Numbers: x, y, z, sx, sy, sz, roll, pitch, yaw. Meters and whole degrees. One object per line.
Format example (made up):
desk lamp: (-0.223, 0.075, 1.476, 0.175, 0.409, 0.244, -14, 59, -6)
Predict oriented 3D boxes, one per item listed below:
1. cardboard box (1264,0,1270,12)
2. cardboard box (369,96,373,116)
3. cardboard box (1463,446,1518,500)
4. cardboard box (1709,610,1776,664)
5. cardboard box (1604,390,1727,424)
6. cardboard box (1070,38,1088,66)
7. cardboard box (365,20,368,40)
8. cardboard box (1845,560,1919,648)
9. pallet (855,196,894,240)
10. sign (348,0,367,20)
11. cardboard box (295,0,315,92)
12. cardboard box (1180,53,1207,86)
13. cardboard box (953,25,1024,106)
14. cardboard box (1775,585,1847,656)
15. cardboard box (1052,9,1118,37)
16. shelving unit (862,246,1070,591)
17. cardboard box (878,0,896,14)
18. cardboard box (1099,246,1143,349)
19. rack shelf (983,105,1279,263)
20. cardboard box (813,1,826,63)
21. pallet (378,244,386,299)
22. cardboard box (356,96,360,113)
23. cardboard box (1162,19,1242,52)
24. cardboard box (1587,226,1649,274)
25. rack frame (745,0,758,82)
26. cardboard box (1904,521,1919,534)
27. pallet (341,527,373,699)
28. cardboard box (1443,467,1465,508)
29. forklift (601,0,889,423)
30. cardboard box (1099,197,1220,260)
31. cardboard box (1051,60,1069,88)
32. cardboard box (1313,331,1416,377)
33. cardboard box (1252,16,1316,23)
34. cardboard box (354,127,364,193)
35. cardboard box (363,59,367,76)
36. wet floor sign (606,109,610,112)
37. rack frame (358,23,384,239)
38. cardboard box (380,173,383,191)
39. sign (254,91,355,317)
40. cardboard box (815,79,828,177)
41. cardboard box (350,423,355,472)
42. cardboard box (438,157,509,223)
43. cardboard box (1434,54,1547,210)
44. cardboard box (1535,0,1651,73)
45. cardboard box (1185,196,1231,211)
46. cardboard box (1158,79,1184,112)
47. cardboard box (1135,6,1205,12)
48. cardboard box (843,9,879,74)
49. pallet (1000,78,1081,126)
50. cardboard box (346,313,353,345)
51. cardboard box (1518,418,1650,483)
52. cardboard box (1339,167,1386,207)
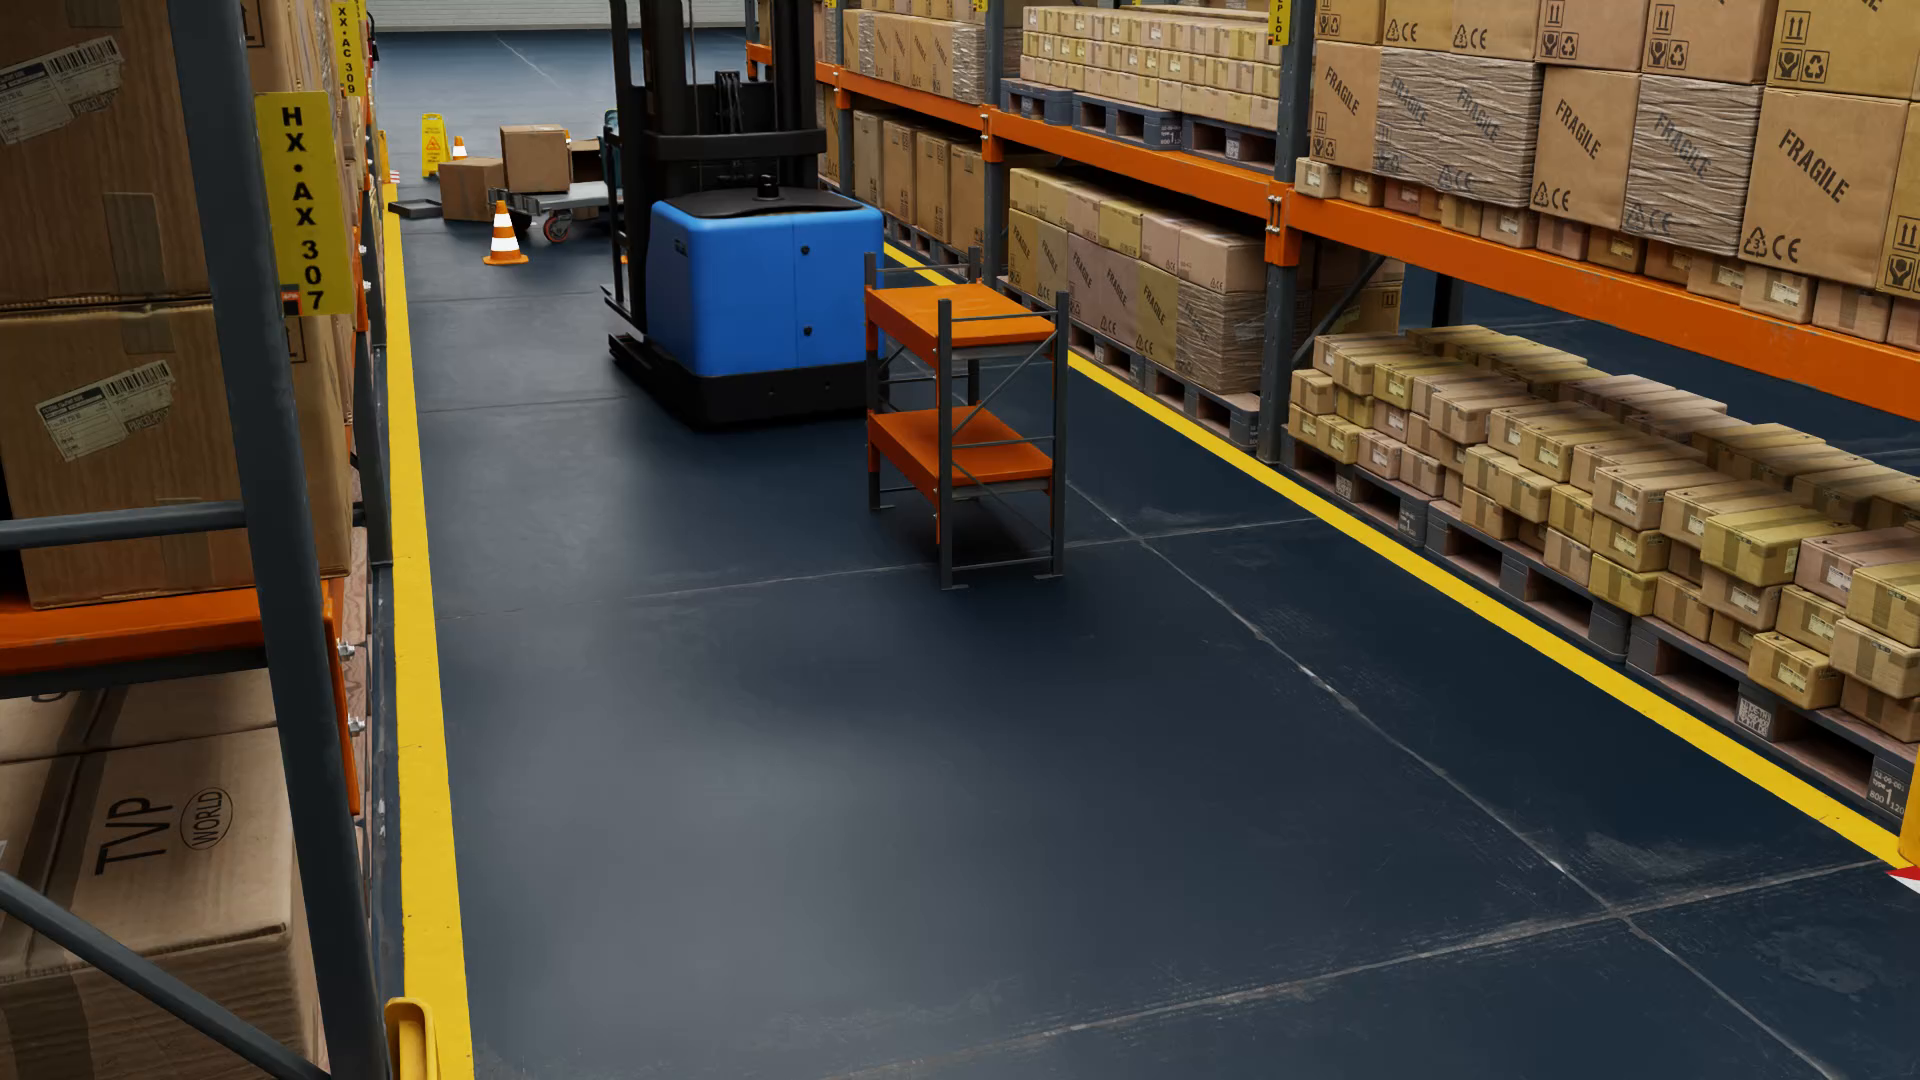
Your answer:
cardboard box: (3.683, -5.547, 17.334, 0.875, 0.500, 0.500, -6, 21, -17)
cardboard box: (-5.177, -3.668, 14.069, 0.380, 0.149, 0.250, -6, 21, -16)
cardboard box: (2.167, -0.267, 6.379, 0.380, 0.149, 0.250, -7, 21, -18)
cardboard box: (2.631, 0.282, 5.289, 0.380, 0.149, 0.250, -6, 21, -17)
cardboard box: (2.755, -0.472, 6.508, 0.380, 0.149, 0.250, -7, 21, -19)
cardboard box: (0.874, -2.907, 9.882, 0.380, 0.149, 0.250, -6, 21, -17)
cardboard box: (-6.091, -5.168, 16.279, 0.500, 0.500, 0.500, -7, 21, -18)
cardboard box: (2.766, 0.172, 4.717, 0.380, 0.149, 0.250, -6, 21, -17)
pallet: (-0.285, -2.848, 14.534, 1.003, 0.211, 1.213, -6, 21, -17)
sign: (-3.483, -3.163, 9.573, 0.100, 0.325, 0.005, -6, 21, -17)
cardboard box: (-1.713, -1.022, 3.698, 0.500, 0.500, 0.500, -7, 21, -18)
cardboard box: (1.354, -2.411, 8.501, 0.380, 0.149, 0.250, -7, 21, -19)
cardboard box: (0.262, -3.280, 11.462, 0.500, 0.500, 0.500, -6, 21, -17)
cardboard box: (2.705, 0.226, 5.006, 0.380, 0.149, 0.250, -7, 21, -18)
cardboard box: (0.780, -3.142, 10.097, 0.380, 0.149, 0.250, -7, 21, -18)
shelving unit: (0.002, -0.527, 6.720, 0.538, 1.125, 1.048, -6, 21, -17)
cardboard box: (-0.273, -4.594, 13.643, 0.700, 0.500, 0.500, -7, 21, -18)
cardboard box: (1.126, -1.395, 9.439, 0.500, 0.500, 0.500, -7, 21, -18)
rack shelf: (1.287, -2.136, 9.491, 1.077, 0.370, 4.000, -6, 21, -17)
cardboard box: (-0.920, -4.762, 15.515, 0.875, 0.550, 0.550, -6, 21, -17)
pallet: (-4.633, -1.888, 11.860, 1.003, 0.211, 1.213, -6, 21, -17)
cardboard box: (-3.270, -2.268, 8.277, 0.500, 0.250, 0.500, -7, 21, -19)
cardboard box: (1.283, -2.633, 8.681, 0.380, 0.149, 0.250, -7, 21, -19)
cardboard box: (2.382, -1.012, 5.668, 0.380, 0.149, 0.250, -6, 21, -16)
rack frame: (-1.856, -5.684, 18.304, 1.000, 3.000, 0.127, -6, 21, -17)
cardboard box: (3.130, 0.035, 5.098, 0.380, 0.149, 0.250, -6, 21, -16)
pallet: (-2.587, 0.290, 5.797, 1.003, 0.211, 1.213, -6, 21, -17)
cardboard box: (2.181, -0.220, 6.686, 0.380, 0.149, 0.250, -7, 21, -20)
forklift: (-1.431, -2.423, 9.327, 1.130, 2.935, 3.031, -9, 21, -22)
cardboard box: (1.113, -1.754, 9.329, 0.500, 0.250, 0.500, -7, 21, -20)
cardboard box: (0.777, -2.858, 10.187, 0.380, 0.149, 0.250, -5, 20, -14)
cardboard box: (1.828, -0.836, 7.524, 0.380, 0.149, 0.250, -6, 20, -15)
cardboard box: (1.821, -2.782, 9.096, 0.380, 0.149, 0.250, -6, 21, -15)
cardboard box: (-2.949, -1.705, 7.449, 0.500, 0.250, 0.500, -7, 21, -18)
cardboard box: (-5.061, -3.859, 13.594, 0.380, 0.149, 0.250, -6, 21, -17)
wet floor sign: (-3.745, -4.375, 18.142, 0.267, 0.644, 0.232, -10, 22, -27)
rack frame: (-5.266, -3.842, 13.175, 1.000, 3.000, 0.127, -6, 21, -17)
cardboard box: (-5.374, -3.134, 14.650, 0.500, 0.250, 0.500, -5, 20, -14)
sign: (-0.966, -0.493, 2.453, 0.100, 0.325, 0.005, -6, 21, -17)
cardboard box: (-1.017, -4.096, 16.405, 0.875, 0.875, 0.875, -6, 21, -17)
cardboard box: (-3.022, -0.663, 6.846, 0.875, 0.875, 0.875, -6, 21, -16)
cardboard box: (-4.311, -3.155, 14.957, 0.500, 0.500, 0.500, 8, 21, 20)
cardboard box: (2.119, -1.511, 6.098, 0.500, 0.500, 0.500, -7, 21, -18)
cardboard box: (2.293, -1.825, 5.494, 0.500, 0.500, 0.500, -7, 21, -19)
cardboard box: (1.609, -1.807, 9.478, 0.500, 0.250, 0.500, -6, 20, -15)
cardboard box: (1.273, -2.351, 8.776, 0.380, 0.149, 0.250, -7, 21, -20)
cardboard box: (1.325, -3.287, 10.500, 0.380, 0.149, 0.250, -7, 21, -18)
cardboard box: (-0.689, -4.250, 14.164, 0.500, 0.500, 0.500, -6, 21, -17)
pallet: (0.984, -2.809, 10.583, 1.213, 0.211, 1.003, -6, 21, -17)
cardboard box: (-1.874, -0.706, 4.297, 0.500, 0.500, 0.500, -6, 21, -15)
cardboard box: (2.294, -0.332, 6.120, 0.380, 0.149, 0.250, -6, 21, -17)
cardboard box: (1.846, -1.514, 7.066, 0.380, 0.149, 0.250, -6, 21, -16)
